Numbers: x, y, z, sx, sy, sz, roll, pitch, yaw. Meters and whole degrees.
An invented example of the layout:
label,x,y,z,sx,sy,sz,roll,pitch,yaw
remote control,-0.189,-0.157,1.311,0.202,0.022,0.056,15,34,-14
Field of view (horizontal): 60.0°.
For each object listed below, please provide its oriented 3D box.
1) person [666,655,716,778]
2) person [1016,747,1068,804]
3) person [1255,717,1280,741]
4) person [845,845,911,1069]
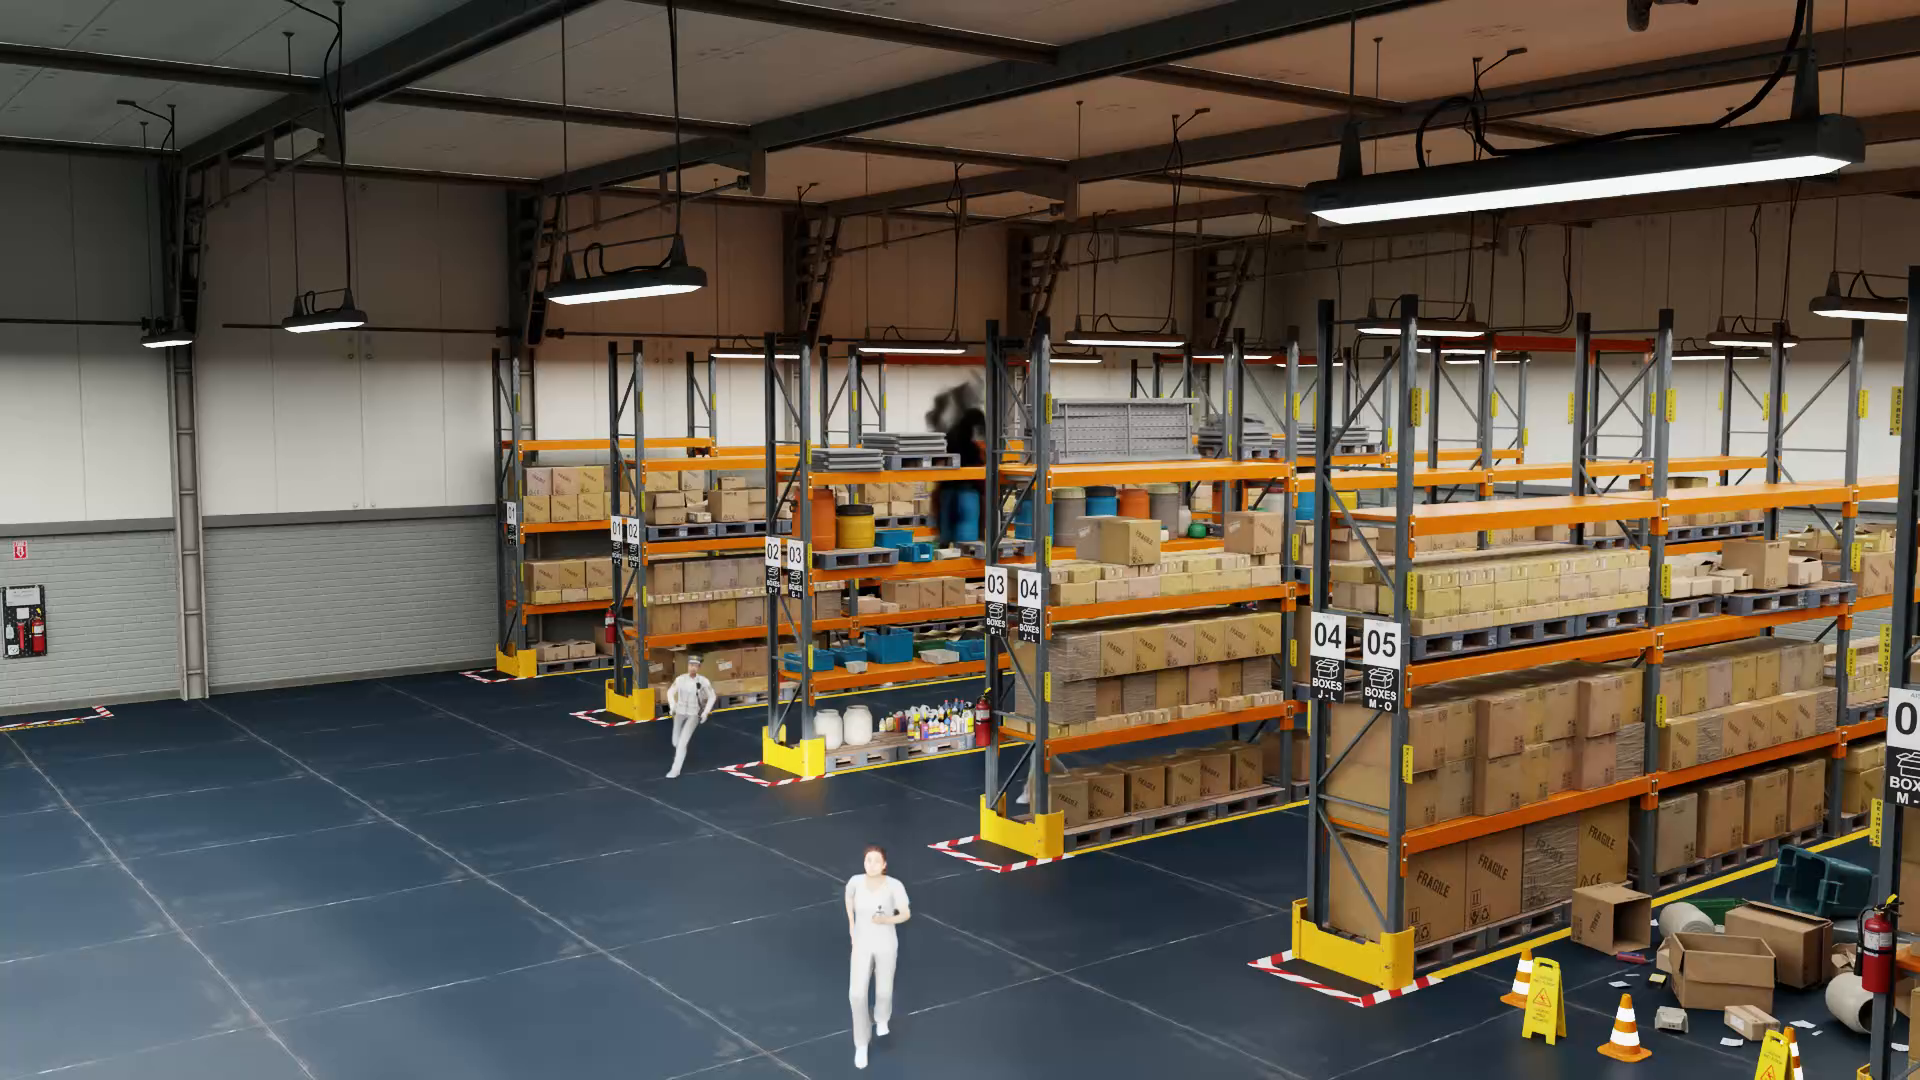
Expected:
label,x,y,z,sx,sy,sz,roll,pitch,yaw
person,-3.656,2.367,22.578,0.670,1.633,0.711,0,5,5
person,1.057,2.390,21.173,1.010,1.794,0.734,-5,7,-42
person,4.629,2.143,24.911,0.537,1.746,0.827,4,6,38
person,-0.644,3.205,13.039,0.545,1.708,0.787,0,5,3
